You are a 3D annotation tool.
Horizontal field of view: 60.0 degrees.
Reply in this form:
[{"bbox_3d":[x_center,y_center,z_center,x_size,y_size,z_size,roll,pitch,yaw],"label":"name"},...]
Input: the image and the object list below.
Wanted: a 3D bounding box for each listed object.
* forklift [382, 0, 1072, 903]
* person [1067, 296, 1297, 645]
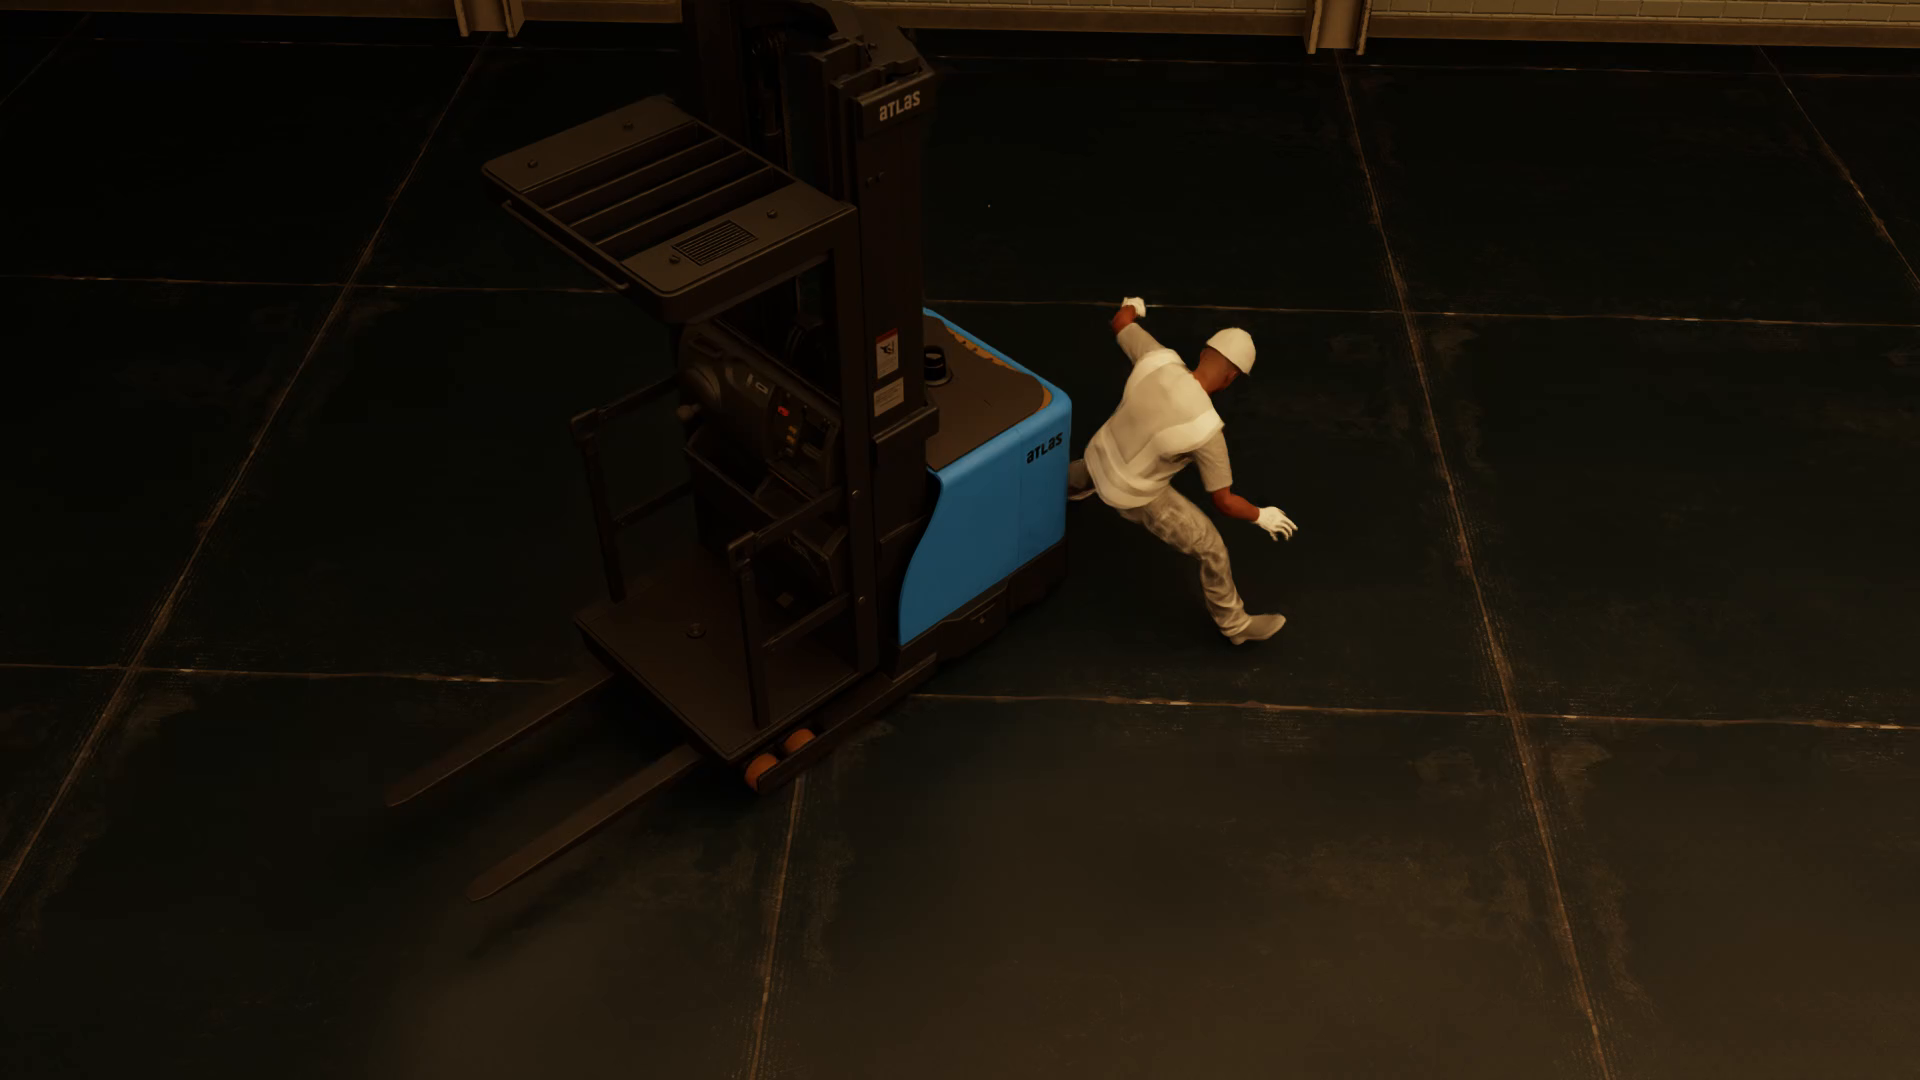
[{"bbox_3d":[-0.928,-0.447,6.232,3.031,2.935,1.130,-32,51,-30],"label":"forklift"},{"bbox_3d":[0.914,-0.374,7.283,0.794,1.445,1.317,-11,43,-11],"label":"person"}]
